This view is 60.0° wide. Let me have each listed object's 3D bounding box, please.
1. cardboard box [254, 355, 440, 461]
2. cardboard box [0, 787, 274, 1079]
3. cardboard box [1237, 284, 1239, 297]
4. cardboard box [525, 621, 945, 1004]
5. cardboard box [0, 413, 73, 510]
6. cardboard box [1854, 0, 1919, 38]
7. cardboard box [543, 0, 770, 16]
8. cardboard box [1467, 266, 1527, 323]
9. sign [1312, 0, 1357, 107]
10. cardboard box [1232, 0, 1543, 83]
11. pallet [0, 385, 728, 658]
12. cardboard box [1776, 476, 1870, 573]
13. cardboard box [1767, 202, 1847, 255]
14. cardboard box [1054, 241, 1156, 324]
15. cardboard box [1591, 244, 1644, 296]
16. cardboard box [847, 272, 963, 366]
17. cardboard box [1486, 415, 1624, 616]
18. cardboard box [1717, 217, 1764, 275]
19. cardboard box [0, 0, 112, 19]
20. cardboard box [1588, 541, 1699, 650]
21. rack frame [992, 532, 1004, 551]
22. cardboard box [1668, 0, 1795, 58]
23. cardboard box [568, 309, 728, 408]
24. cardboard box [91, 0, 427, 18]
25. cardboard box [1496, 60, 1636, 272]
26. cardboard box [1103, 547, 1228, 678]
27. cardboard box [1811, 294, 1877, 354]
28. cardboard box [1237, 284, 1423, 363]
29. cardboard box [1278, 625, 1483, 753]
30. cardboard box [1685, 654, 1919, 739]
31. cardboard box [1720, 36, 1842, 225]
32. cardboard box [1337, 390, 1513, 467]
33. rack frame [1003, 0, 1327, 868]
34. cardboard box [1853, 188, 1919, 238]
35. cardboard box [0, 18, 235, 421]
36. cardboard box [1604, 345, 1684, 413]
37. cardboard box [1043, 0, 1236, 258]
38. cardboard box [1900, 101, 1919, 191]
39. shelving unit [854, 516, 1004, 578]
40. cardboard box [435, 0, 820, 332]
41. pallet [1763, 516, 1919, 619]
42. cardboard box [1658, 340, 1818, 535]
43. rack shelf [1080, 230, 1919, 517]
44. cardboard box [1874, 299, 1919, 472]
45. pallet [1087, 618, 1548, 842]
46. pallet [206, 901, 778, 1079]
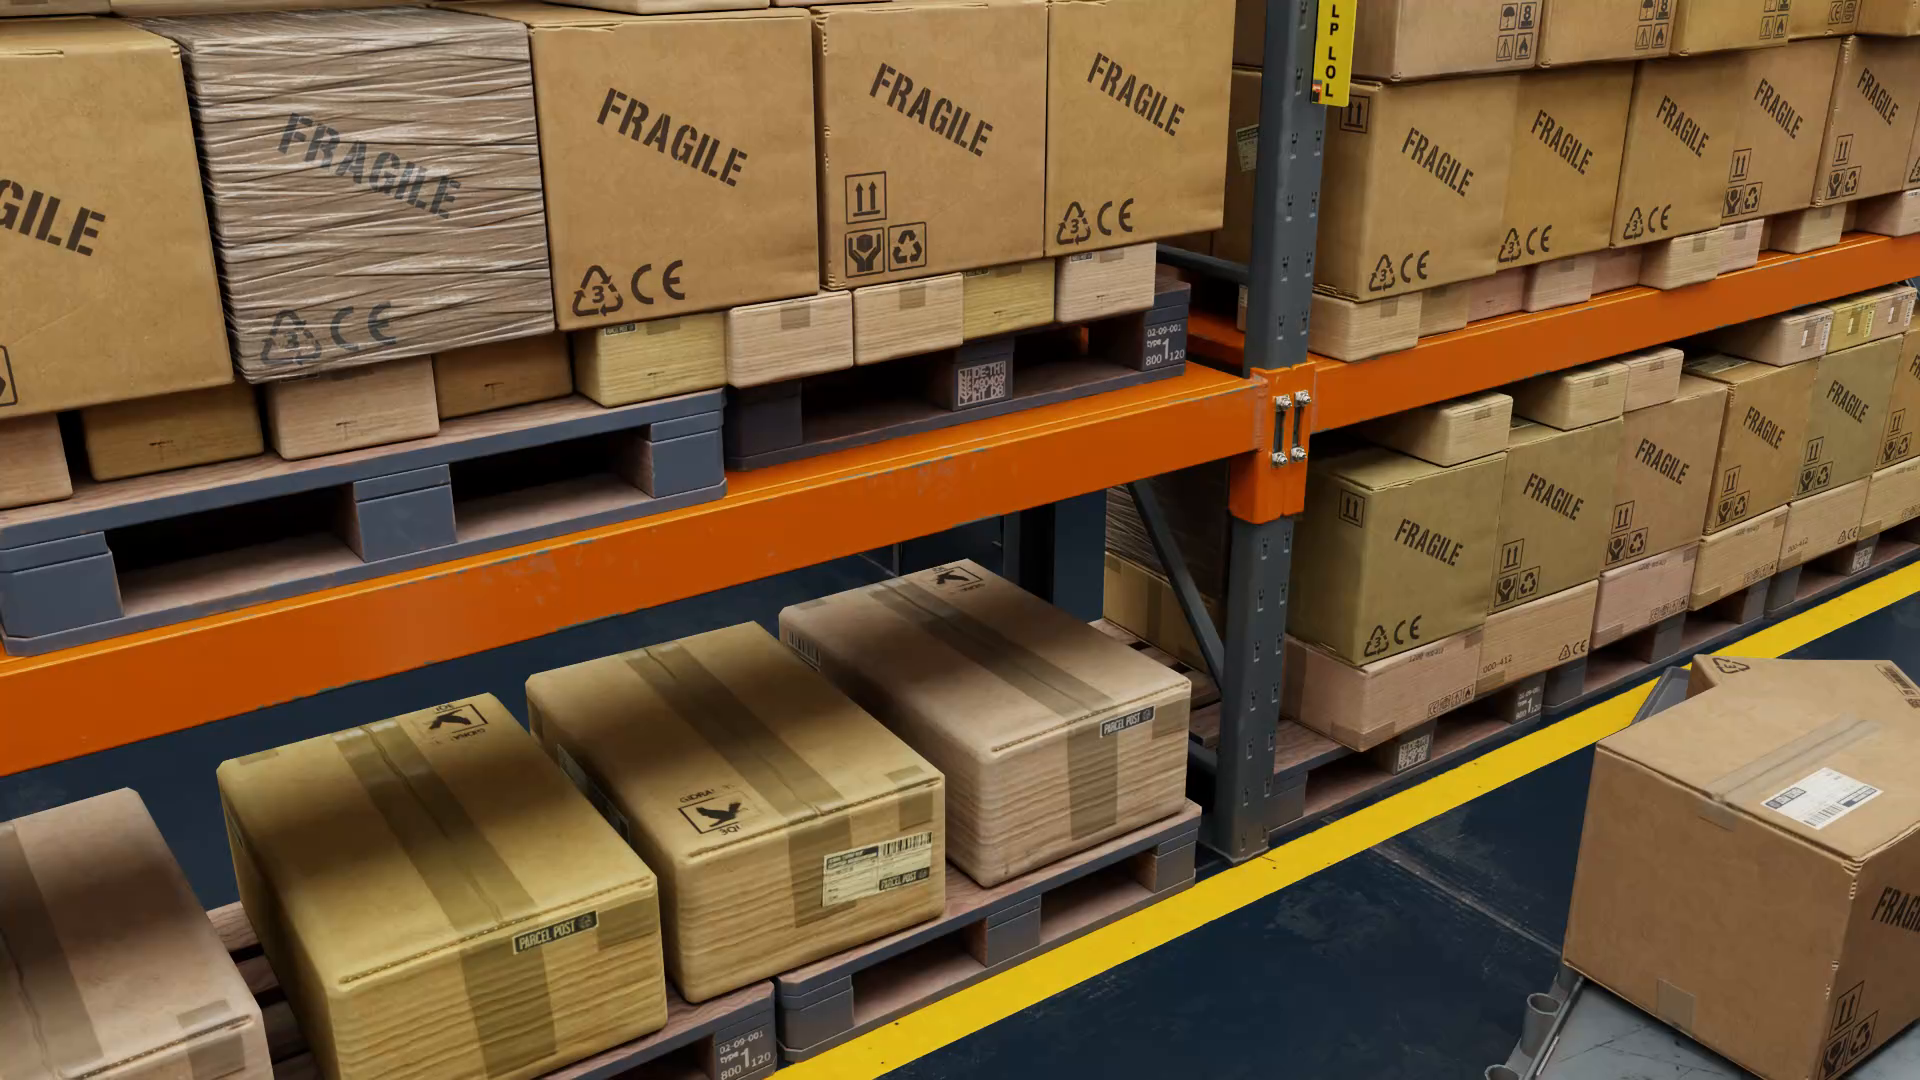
[{"bbox_3d":[-1.069,-0.275,2.811,0.250,0.149,0.380,-14,26,-31],"label":"cardboard box"},{"bbox_3d":[-1.723,0.897,3.081,0.625,0.372,0.950,-16,27,-34],"label":"cardboard box"},{"bbox_3d":[0.746,-0.814,4.727,0.250,0.149,0.380,-14,26,-32],"label":"cardboard box"},{"bbox_3d":[-0.541,0.583,3.866,0.625,0.372,0.950,-13,25,-30],"label":"cardboard box"},{"bbox_3d":[-1.526,-0.165,2.536,0.250,0.149,0.380,-13,25,-30],"label":"cardboard box"},{"bbox_3d":[2.656,-1.803,4.982,0.500,0.500,0.700,-15,26,-33],"label":"cardboard box"},{"bbox_3d":[-0.538,-1.006,2.893,0.250,0.149,0.380,-16,27,-35],"label":"cardboard box"},{"bbox_3d":[1.281,-0.705,4.455,0.250,0.149,0.380,-15,26,-33],"label":"cardboard box"},{"bbox_3d":[0.792,-1.085,3.505,0.005,0.325,0.100,-15,26,-33],"label":"sign"},{"bbox_3d":[0.949,-1.392,3.952,0.500,0.500,0.700,-15,26,-33],"label":"cardboard box"},{"bbox_3d":[-1.199,-0.199,3.106,1.213,0.211,1.003,-15,26,-33],"label":"pallet"},{"bbox_3d":[2.788,-0.131,5.821,0.500,0.250,0.500,-15,26,-33],"label":"cardboard box"},{"bbox_3d":[2.536,-1.019,5.241,0.250,0.149,0.380,-15,26,-33],"label":"cardboard box"},{"bbox_3d":[0.209,-0.597,3.617,0.250,0.149,0.380,-14,26,-32],"label":"cardboard box"},{"bbox_3d":[1.700,-0.815,4.731,0.250,0.149,0.380,-15,26,-33],"label":"cardboard box"},{"bbox_3d":[-0.204,-0.479,3.321,0.250,0.149,0.380,-15,26,-34],"label":"cardboard box"},{"bbox_3d":[1.529,-0.145,4.844,0.500,0.500,0.500,-14,26,-31],"label":"cardboard box"},{"bbox_3d":[2.140,-0.905,4.956,0.250,0.149,0.380,-15,26,-33],"label":"cardboard box"},{"bbox_3d":[-1.619,-0.967,2.794,0.250,0.149,0.380,-16,27,-35],"label":"cardboard box"},{"bbox_3d":[1.958,0.088,5.272,0.500,0.250,0.500,-15,26,-34],"label":"cardboard box"},{"bbox_3d":[0.064,-0.992,6.050,0.015,2.100,0.400,-15,26,-33],"label":"rack frame"},{"bbox_3d":[1.800,-1.596,4.465,0.500,0.500,0.700,-16,27,-34],"label":"cardboard box"},{"bbox_3d":[-0.628,-0.380,3.075,0.250,0.149,0.380,-15,26,-33],"label":"cardboard box"},{"bbox_3d":[-1.309,-0.751,3.129,0.500,0.500,0.500,-16,27,-35],"label":"cardboard box"},{"bbox_3d":[1.379,-1.025,4.380,0.500,0.500,0.500,-15,26,-33],"label":"cardboard box"},{"bbox_3d":[0.788,0.160,5.091,0.500,0.250,0.500,-14,25,-30],"label":"cardboard box"},{"bbox_3d":[2.749,-0.741,5.463,0.250,0.149,0.380,-14,26,-32],"label":"cardboard box"},{"bbox_3d":[0.908,-0.568,4.111,0.250,0.149,0.380,-15,26,-33],"label":"cardboard box"},{"bbox_3d":[1.102,0.323,4.684,0.500,0.250,0.500,-16,27,-35],"label":"cardboard box"},{"bbox_3d":[2.130,0.624,4.154,0.500,0.500,0.500,2,22,4],"label":"cardboard box"},{"bbox_3d":[2.193,-1.245,4.932,0.500,0.500,0.500,-15,26,-32],"label":"cardboard box"},{"bbox_3d":[1.238,-0.336,4.447,0.250,0.149,0.380,-14,26,-32],"label":"cardboard box"},{"bbox_3d":[0.465,-0.713,4.136,0.127,3.000,1.000,-15,26,-33],"label":"rack frame"},{"bbox_3d":[2.981,-1.115,5.481,0.250,0.149,0.380,-14,26,-32],"label":"cardboard box"},{"bbox_3d":[-1.435,-0.486,2.465,0.500,0.500,0.500,-14,26,-32],"label":"cardboard box"},{"bbox_3d":[1.871,-0.507,4.876,0.250,0.149,0.380,-13,25,-30],"label":"cardboard box"},{"bbox_3d":[0.224,-0.924,3.561,0.500,0.500,0.500,-15,26,-34],"label":"cardboard box"},{"bbox_3d":[3.023,-1.456,5.462,0.500,0.500,0.500,-15,26,-33],"label":"cardboard box"},{"bbox_3d":[-0.134,-0.939,5.917,0.503,2.100,0.431,-15,26,-33],"label":"shelving unit"},{"bbox_3d":[-0.600,-0.706,3.015,0.500,0.500,0.500,-14,26,-31],"label":"cardboard box"},{"bbox_3d":[2.970,-0.102,6.367,1.213,0.211,1.003,-15,26,-33],"label":"pallet"},{"bbox_3d":[2.379,-0.372,5.413,0.500,0.500,0.500,-16,27,-34],"label":"cardboard box"},{"bbox_3d":[2.089,-0.812,5.354,4.000,0.370,1.077,-15,26,-33],"label":"rack shelf"},{"bbox_3d":[3.214,-0.593,5.967,0.500,0.500,0.500,-15,26,-33],"label":"cardboard box"},{"bbox_3d":[0.990,0.426,5.044,1.213,0.211,1.003,-15,26,-33],"label":"pallet"},{"bbox_3d":[-1.157,1.017,3.564,1.213,0.211,1.003,-15,26,-33],"label":"pallet"}]
